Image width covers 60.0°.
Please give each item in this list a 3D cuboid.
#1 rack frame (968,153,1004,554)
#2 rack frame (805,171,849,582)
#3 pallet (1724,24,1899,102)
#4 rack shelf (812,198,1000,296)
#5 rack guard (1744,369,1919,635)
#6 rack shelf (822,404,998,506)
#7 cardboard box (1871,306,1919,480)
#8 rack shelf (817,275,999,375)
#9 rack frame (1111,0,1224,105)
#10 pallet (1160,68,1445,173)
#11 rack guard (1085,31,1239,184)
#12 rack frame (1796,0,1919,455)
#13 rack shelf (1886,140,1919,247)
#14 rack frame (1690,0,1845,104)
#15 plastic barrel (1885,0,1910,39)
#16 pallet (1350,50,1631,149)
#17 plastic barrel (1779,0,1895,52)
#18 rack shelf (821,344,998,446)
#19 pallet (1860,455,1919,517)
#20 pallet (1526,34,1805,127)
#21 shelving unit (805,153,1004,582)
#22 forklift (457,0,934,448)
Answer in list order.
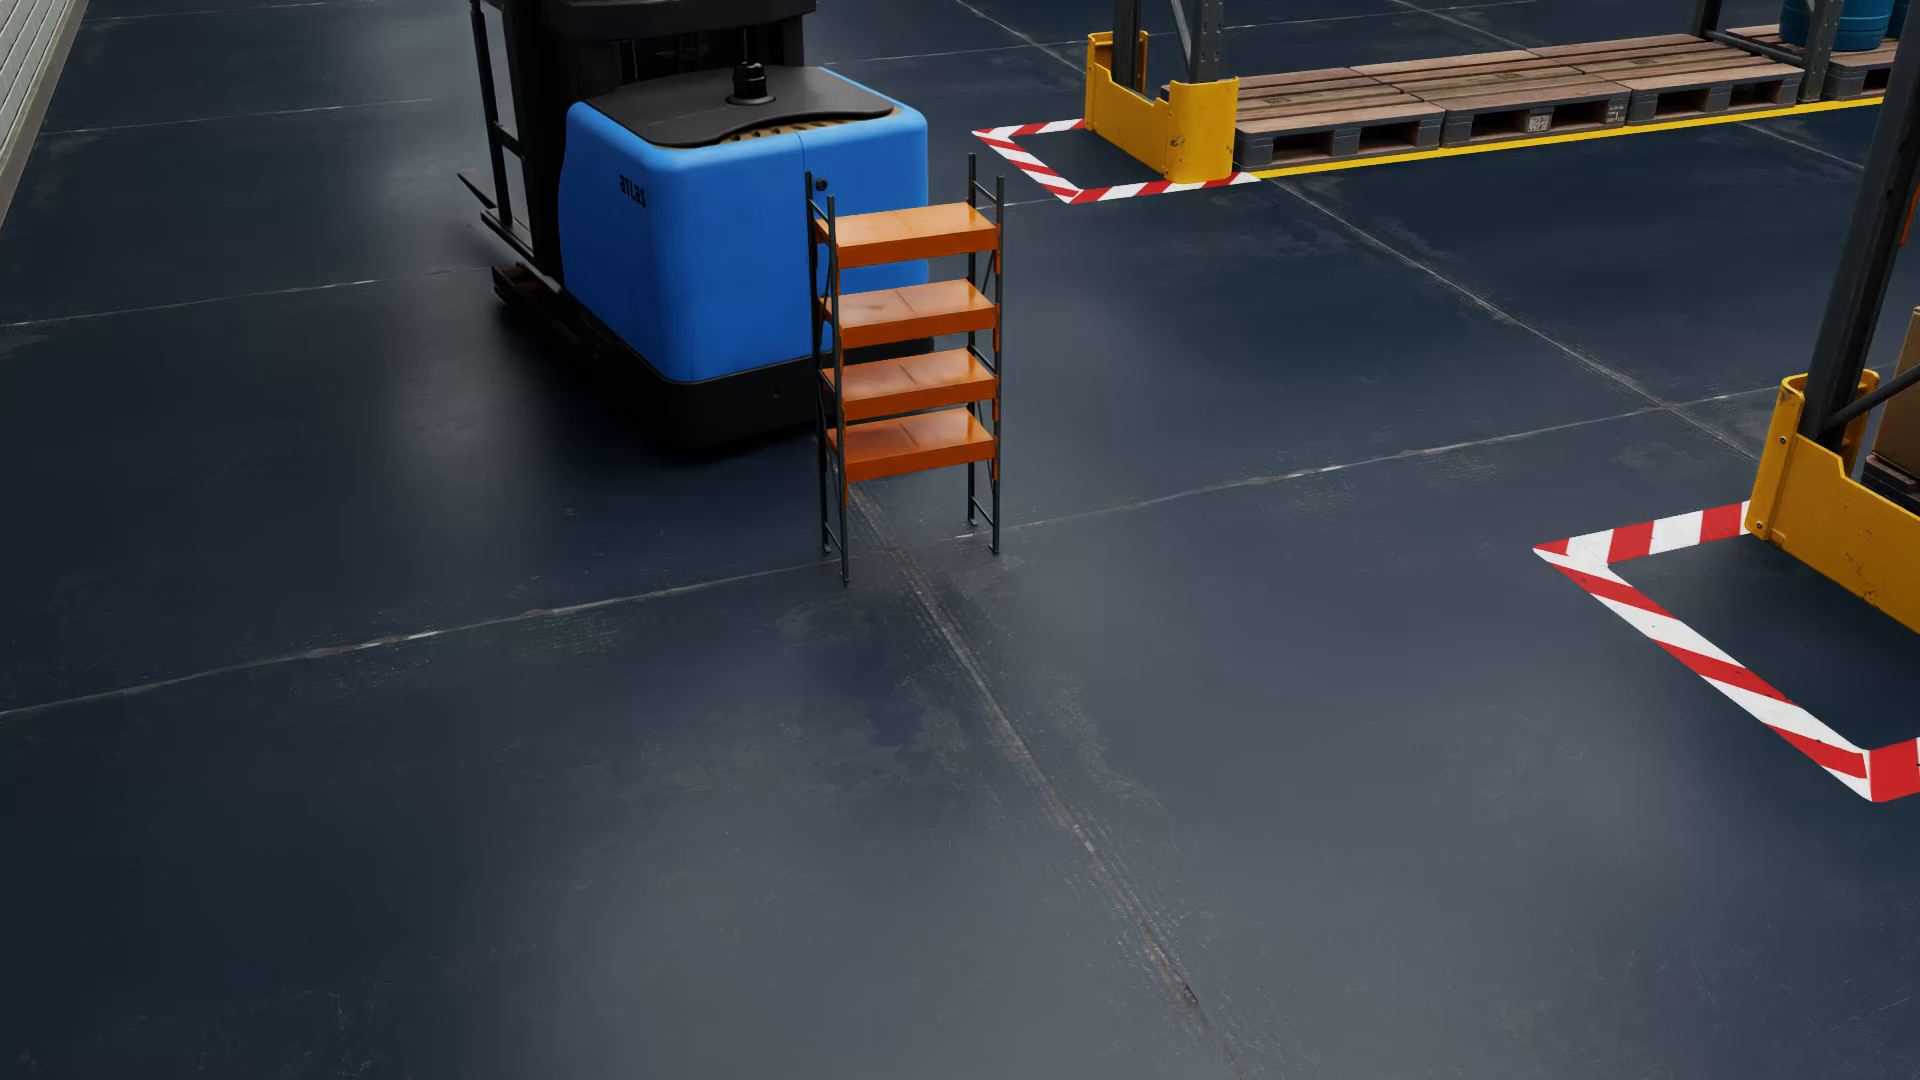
[{"bbox_3d":[0.074,-0.535,4.977,0.015,1.200,0.240,-10,31,-18],"label":"rack frame"},{"bbox_3d":[-0.384,-0.451,4.829,0.015,1.200,0.240,-10,31,-18],"label":"rack frame"},{"bbox_3d":[5.548,-2.996,10.296,1.213,0.211,1.003,-10,31,-18],"label":"pallet"},{"bbox_3d":[-0.155,-0.834,4.708,0.480,0.148,0.258,-10,31,-18],"label":"rack shelf"},{"bbox_3d":[2.857,-0.032,4.800,0.348,0.500,1.175,-10,31,-18],"label":"rack guard"},{"bbox_3d":[-0.155,-0.262,5.034,0.480,0.148,0.258,-10,31,-18],"label":"rack shelf"},{"bbox_3d":[3.209,-0.418,5.034,0.500,0.500,0.500,-10,31,-18],"label":"cardboard box"},{"bbox_3d":[-0.155,-0.629,4.825,0.480,0.148,0.258,-10,31,-18],"label":"rack shelf"},{"bbox_3d":[1.062,-3.403,8.194,0.127,3.000,1.000,-10,31,-18],"label":"rack frame"},{"bbox_3d":[1.848,-2.316,9.102,1.213,0.211,1.003,-10,31,-18],"label":"pallet"},{"bbox_3d":[1.044,-2.307,8.794,0.348,0.500,1.175,-10,31,-18],"label":"rack guard"},{"bbox_3d":[2.786,-1.105,4.159,0.127,3.000,1.000,-10,31,-18],"label":"rack frame"},{"bbox_3d":[4.660,-1.137,4.943,4.000,0.370,1.077,-10,31,-18],"label":"rack shelf"},{"bbox_3d":[4.811,-4.094,9.405,0.127,3.000,1.000,-10,31,-18],"label":"rack frame"},{"bbox_3d":[5.990,-3.573,10.186,0.708,0.901,0.600,-10,31,-18],"label":"plastic barrel"},{"bbox_3d":[2.990,-2.525,9.468,1.213,0.211,1.003,-10,31,-18],"label":"pallet"},{"bbox_3d":[5.327,-3.451,9.972,0.708,0.901,0.600,-10,31,-18],"label":"plastic barrel"},{"bbox_3d":[-0.155,-0.434,4.936,0.480,0.148,0.258,-10,31,-18],"label":"rack shelf"},{"bbox_3d":[3.604,-0.044,5.114,1.213,0.211,1.003,-10,31,-18],"label":"pallet"},{"bbox_3d":[4.135,-2.737,9.841,1.213,0.211,1.003,-10,31,-18],"label":"pallet"},{"bbox_3d":[-0.155,-0.493,4.903,0.503,1.200,0.258,-10,31,-18],"label":"shelving unit"},{"bbox_3d":[-1.295,-2.277,6.286,1.130,2.935,3.031,-17,34,-27],"label":"forklift"}]
